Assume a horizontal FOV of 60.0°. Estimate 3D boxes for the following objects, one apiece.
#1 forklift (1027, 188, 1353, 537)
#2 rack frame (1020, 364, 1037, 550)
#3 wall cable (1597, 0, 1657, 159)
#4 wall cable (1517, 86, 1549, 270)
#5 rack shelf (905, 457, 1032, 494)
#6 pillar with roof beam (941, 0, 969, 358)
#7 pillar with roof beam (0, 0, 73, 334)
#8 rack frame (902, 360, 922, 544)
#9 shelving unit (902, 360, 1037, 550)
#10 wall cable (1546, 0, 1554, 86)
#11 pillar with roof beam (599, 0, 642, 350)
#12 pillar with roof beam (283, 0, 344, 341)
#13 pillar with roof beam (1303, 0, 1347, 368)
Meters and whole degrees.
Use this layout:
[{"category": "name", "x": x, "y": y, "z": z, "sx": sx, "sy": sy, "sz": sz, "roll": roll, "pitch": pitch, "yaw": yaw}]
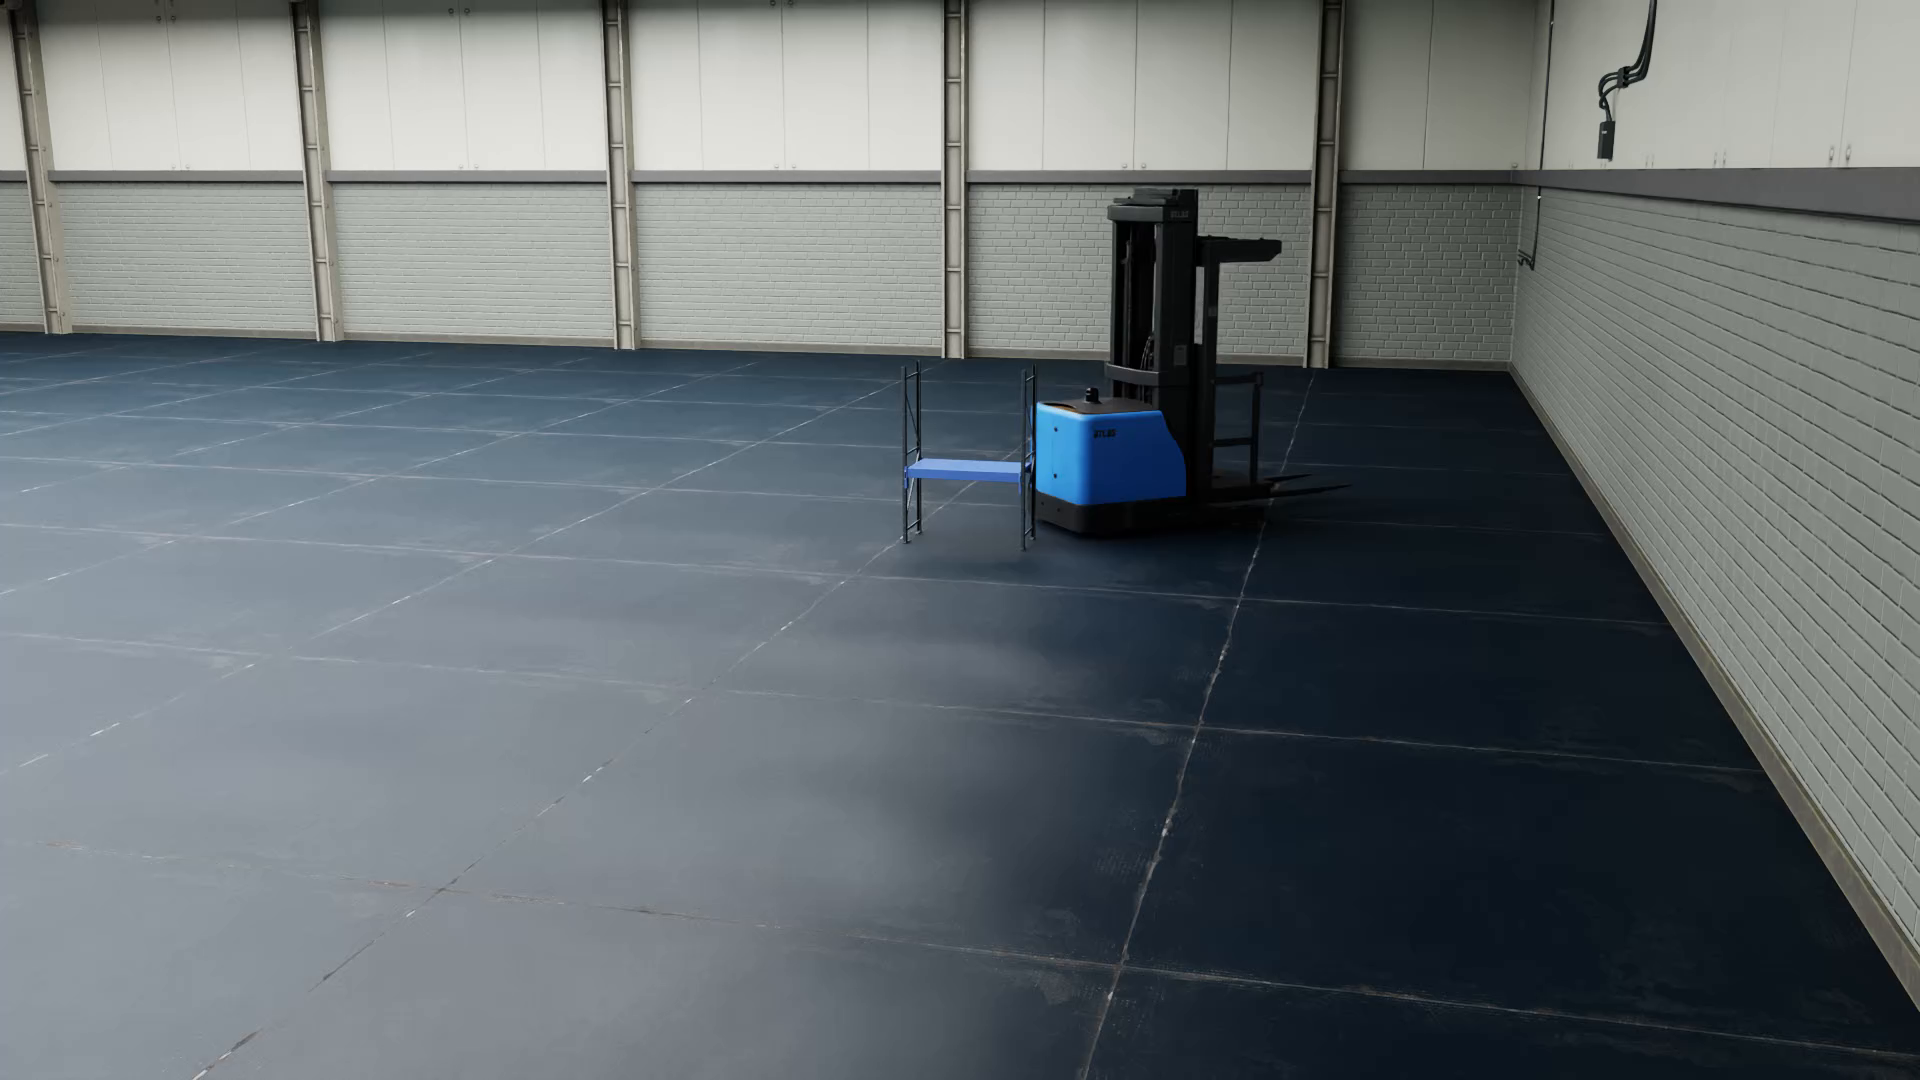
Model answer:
[{"category": "forklift", "x": 2.164, "y": -1.654, "z": 14.924, "sx": 3.031, "sy": 2.935, "sz": 1.130, "roll": -6, "pitch": 14, "yaw": -25}, {"category": "rack frame", "x": 0.576, "y": -0.701, "z": 13.932, "sx": 0.032, "sy": 1.500, "sz": 0.500, "roll": 3, "pitch": 13, "yaw": 14}, {"category": "wall cable", "x": 5.995, "y": -6.417, "z": 14.530, "sx": 0.169, "sy": 6.003, "sz": 2.305, "roll": 3, "pitch": 13, "yaw": 14}, {"category": "wall cable", "x": 8.285, "y": -5.236, "z": 24.229, "sx": 0.112, "sy": 2.526, "sz": 3.097, "roll": 3, "pitch": 13, "yaw": 14}, {"category": "rack shelf", "x": 0.083, "y": -0.552, "z": 14.090, "sx": 1.000, "sy": 0.185, "sz": 0.538, "roll": 3, "pitch": 13, "yaw": 14}, {"category": "pillar with roof beam", "x": -1.115, "y": -6.589, "z": 23.158, "sx": 0.400, "sy": 9.000, "sz": 9.100, "roll": 3, "pitch": 13, "yaw": 14}, {"category": "pillar with roof beam", "x": -18.591, "y": -7.523, "z": 27.368, "sx": 0.548, "sy": 9.000, "sz": 9.100, "roll": 3, "pitch": 13, "yaw": 14}, {"category": "rack frame", "x": -0.411, "y": -0.754, "z": 14.170, "sx": 0.032, "sy": 1.500, "sz": 0.500, "roll": 3, "pitch": 13, "yaw": 14}, {"category": "shelving unit", "x": 0.083, "y": -0.728, "z": 14.051, "sx": 1.048, "sy": 1.500, "sz": 0.538, "roll": 3, "pitch": 13, "yaw": 14}, {"category": "wall cable", "x": 7.637, "y": -7.133, "z": 21.117, "sx": 0.112, "sy": 2.526, "sz": 3.097, "roll": 3, "pitch": 13, "yaw": 14}, {"category": "pillar with roof beam", "x": -6.940, "y": -6.901, "z": 24.561, "sx": 0.400, "sy": 9.000, "sz": 9.100, "roll": 3, "pitch": 13, "yaw": 14}, {"category": "pillar with roof beam", "x": -12.766, "y": -7.212, "z": 25.965, "sx": 0.548, "sy": 9.000, "sz": 9.100, "roll": 3, "pitch": 13, "yaw": 14}, {"category": "pillar with roof beam", "x": 4.710, "y": -6.278, "z": 21.754, "sx": 0.400, "sy": 9.000, "sz": 9.100, "roll": 3, "pitch": 13, "yaw": 14}]
